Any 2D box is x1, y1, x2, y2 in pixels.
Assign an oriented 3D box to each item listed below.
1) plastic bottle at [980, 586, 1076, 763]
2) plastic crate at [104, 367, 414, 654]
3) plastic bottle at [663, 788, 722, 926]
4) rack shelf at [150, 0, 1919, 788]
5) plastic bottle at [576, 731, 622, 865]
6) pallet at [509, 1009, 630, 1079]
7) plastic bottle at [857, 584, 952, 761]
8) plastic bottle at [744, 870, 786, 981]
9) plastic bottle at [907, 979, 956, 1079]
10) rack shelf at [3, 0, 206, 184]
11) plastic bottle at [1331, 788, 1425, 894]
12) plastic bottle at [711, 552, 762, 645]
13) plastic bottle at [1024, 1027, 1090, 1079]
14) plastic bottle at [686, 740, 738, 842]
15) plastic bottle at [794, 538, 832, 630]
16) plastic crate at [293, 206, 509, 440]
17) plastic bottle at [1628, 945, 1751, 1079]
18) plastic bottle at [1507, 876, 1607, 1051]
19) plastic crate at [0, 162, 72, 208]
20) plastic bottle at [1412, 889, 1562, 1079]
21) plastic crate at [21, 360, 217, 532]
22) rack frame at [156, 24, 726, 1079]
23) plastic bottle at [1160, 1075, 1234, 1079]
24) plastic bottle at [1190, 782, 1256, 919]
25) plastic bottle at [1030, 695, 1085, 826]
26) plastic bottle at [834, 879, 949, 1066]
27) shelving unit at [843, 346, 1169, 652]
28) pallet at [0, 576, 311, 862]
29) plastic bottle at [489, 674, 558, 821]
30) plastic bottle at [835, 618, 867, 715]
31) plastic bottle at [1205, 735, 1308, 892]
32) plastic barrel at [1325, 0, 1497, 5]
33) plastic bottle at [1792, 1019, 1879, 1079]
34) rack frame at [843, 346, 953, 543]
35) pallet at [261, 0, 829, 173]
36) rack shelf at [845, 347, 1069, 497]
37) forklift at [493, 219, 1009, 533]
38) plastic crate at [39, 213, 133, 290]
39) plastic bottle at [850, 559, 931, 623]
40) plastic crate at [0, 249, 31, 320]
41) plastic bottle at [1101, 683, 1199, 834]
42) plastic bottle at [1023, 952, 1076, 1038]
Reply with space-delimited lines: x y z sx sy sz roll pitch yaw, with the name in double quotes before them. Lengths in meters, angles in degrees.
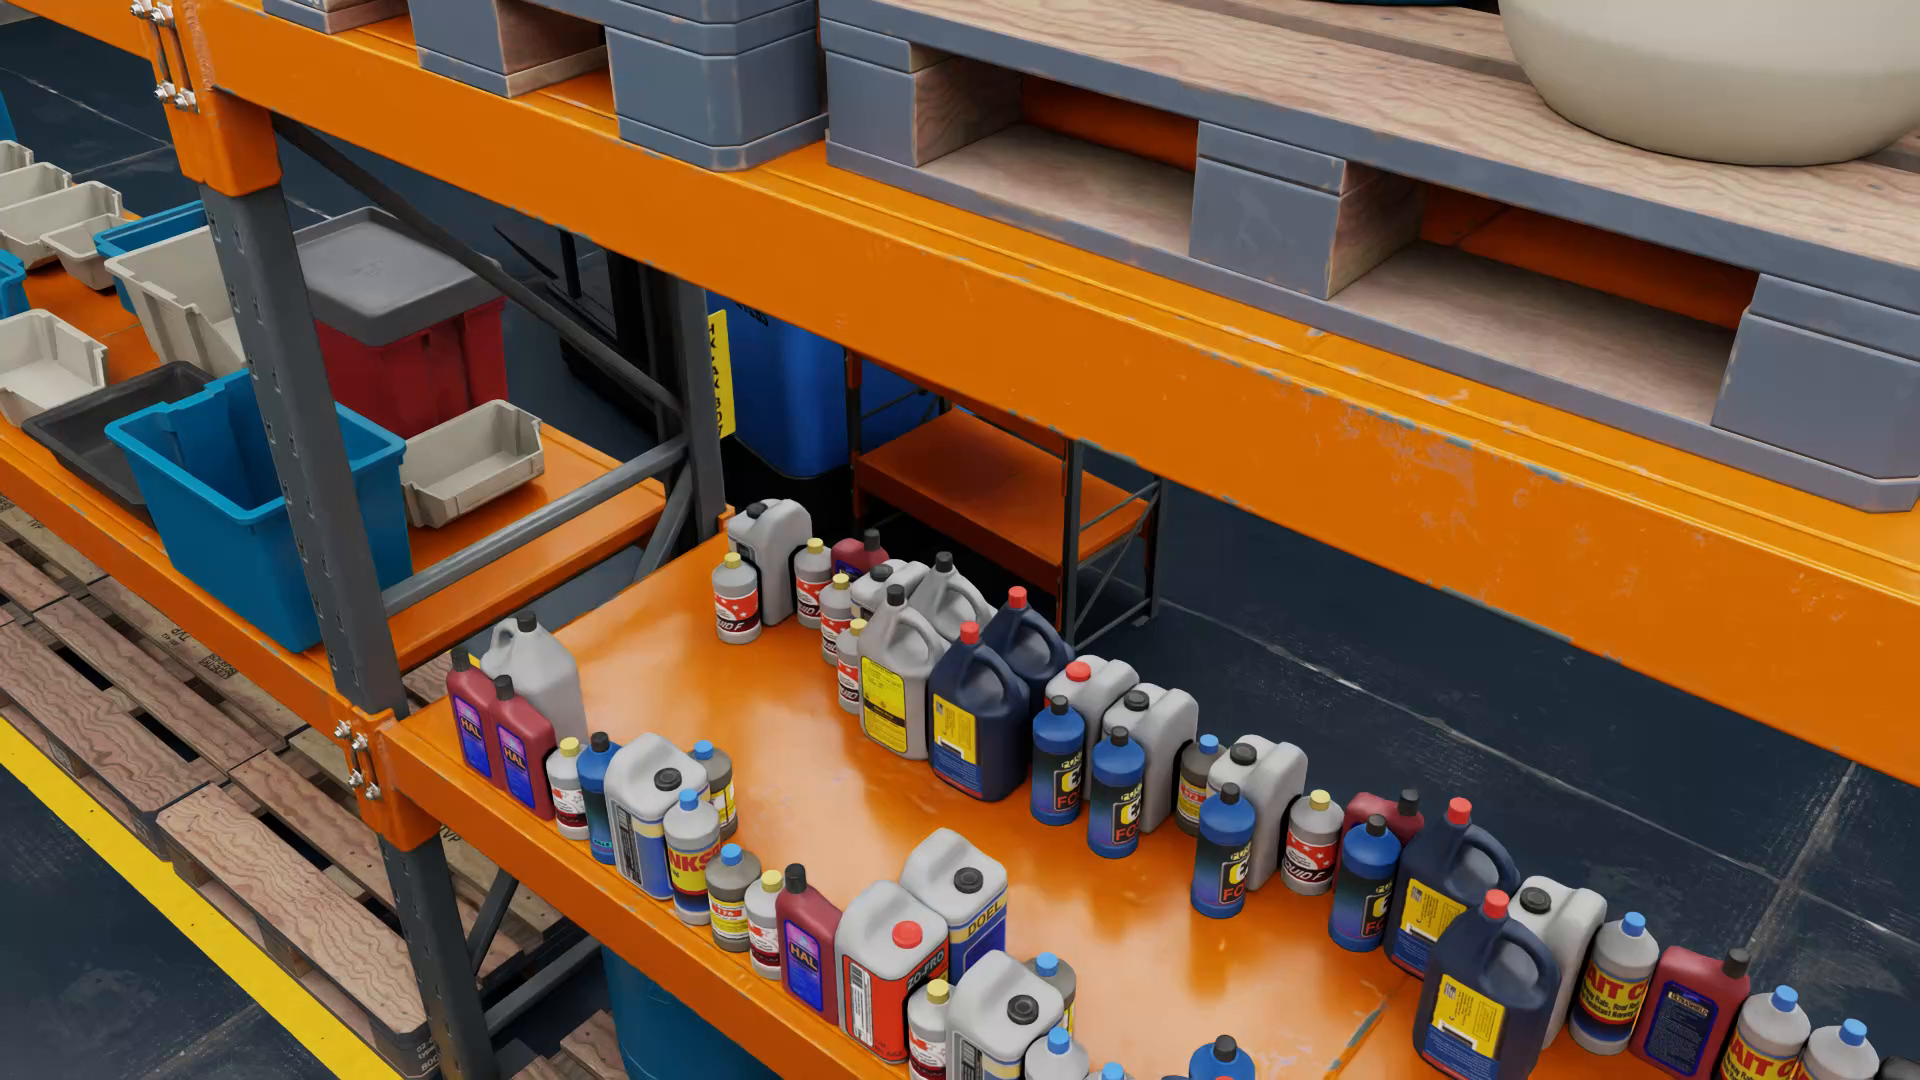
"plastic bottle" 0.128 0.252 3.277 0.185 0.351 0.144 25 42 32
"plastic crate" -1.506 -0.065 3.656 0.575 0.384 0.392 25 42 32
"plastic bottle" -0.465 0.547 2.918 0.097 0.271 0.097 0 34 0
"rack shelf" 0.608 -0.242 1.938 4.000 0.370 1.077 25 42 32
"plastic bottle" -0.643 0.463 3.040 0.097 0.271 0.097 0 34 0
"pallet" -0.363 1.421 3.994 1.213 0.211 1.003 25 42 32
"plastic bottle" -0.106 0.248 3.283 0.185 0.351 0.144 25 42 32
"plastic bottle" -0.315 0.646 2.835 0.097 0.201 0.097 0 34 0
"plastic bottle" -0.034 0.779 2.642 0.097 0.201 0.097 0 34 0
"rack shelf" -2.466 -1.690 4.048 4.000 0.370 1.077 25 42 32
"plastic bottle" 0.737 0.536 2.923 0.133 0.283 0.061 25 42 32
"plastic bottle" -0.485 0.119 3.603 0.097 0.201 0.097 0 34 0
"plastic bottle" 0.144 0.834 2.500 0.097 0.271 0.097 0 34 0
"plastic bottle" -0.471 0.461 3.105 0.097 0.201 0.097 0 34 0
"plastic bottle" -0.313 0.088 3.648 0.097 0.201 0.097 0 34 0
"plastic crate" -1.455 -0.510 4.233 0.583 0.464 0.402 25 42 32
"plastic bottle" 1.160 0.735 2.633 0.133 0.283 0.061 25 42 32
"plastic bottle" 0.953 0.674 2.728 0.135 0.276 0.152 25 42 32
"plastic crate" -3.047 -1.063 5.328 0.243 0.136 0.396 25 42 32
"plastic bottle" 0.839 0.699 2.626 0.185 0.351 0.144 25 42 32
"plastic crate" -1.962 -0.226 4.119 0.590 0.125 0.437 25 42 32
"rack frame" -0.929 -0.026 3.638 0.127 3.000 1.000 25 42 32
"plastic bottle" 0.342 0.877 2.367 0.185 0.351 0.144 25 42 32
"plastic bottle" 0.465 0.538 2.931 0.097 0.271 0.097 0 34 0
"plastic bottle" 0.183 0.405 3.124 0.097 0.271 0.097 0 34 0
"plastic bottle" -0.106 0.694 2.700 0.135 0.276 0.152 25 42 32
"shelving unit" 0.149 -0.306 5.702 1.048 1.125 0.538 29 44 35
"pallet" -2.461 0.432 5.434 1.213 0.211 1.003 25 42 32
"plastic bottle" -0.818 0.389 3.137 0.133 0.283 0.061 25 42 32
"plastic bottle" -0.204 0.251 3.410 0.097 0.201 0.097 0 34 0
"plastic bottle" 0.530 0.475 3.018 0.135 0.276 0.152 25 42 32
"plastic barrel" 0.480 -1.091 1.725 0.708 0.901 0.600 25 42 32
"plastic bottle" 1.312 0.825 2.513 0.097 0.271 0.097 0 34 0
"rack frame" -0.213 -0.508 5.996 0.032 1.125 0.500 29 44 35
"pallet" -0.264 -0.943 2.491 1.003 0.211 1.213 25 42 32
"rack shelf" 0.149 -0.547 5.536 1.000 0.278 0.538 29 44 35
"forklift" -1.097 -2.008 6.585 1.130 2.935 3.031 -23 41 -30
"plastic crate" -2.578 -0.874 5.052 0.250 0.136 0.298 25 42 32
"plastic bottle" -0.139 0.160 3.478 0.135 0.276 0.152 25 42 32
"plastic crate" -2.782 -0.612 4.587 0.300 0.233 0.416 25 42 32
"plastic bottle" 0.352 0.391 3.141 0.135 0.276 0.152 25 42 32
"plastic bottle" 0.138 0.748 2.687 0.097 0.201 0.097 0 34 0
